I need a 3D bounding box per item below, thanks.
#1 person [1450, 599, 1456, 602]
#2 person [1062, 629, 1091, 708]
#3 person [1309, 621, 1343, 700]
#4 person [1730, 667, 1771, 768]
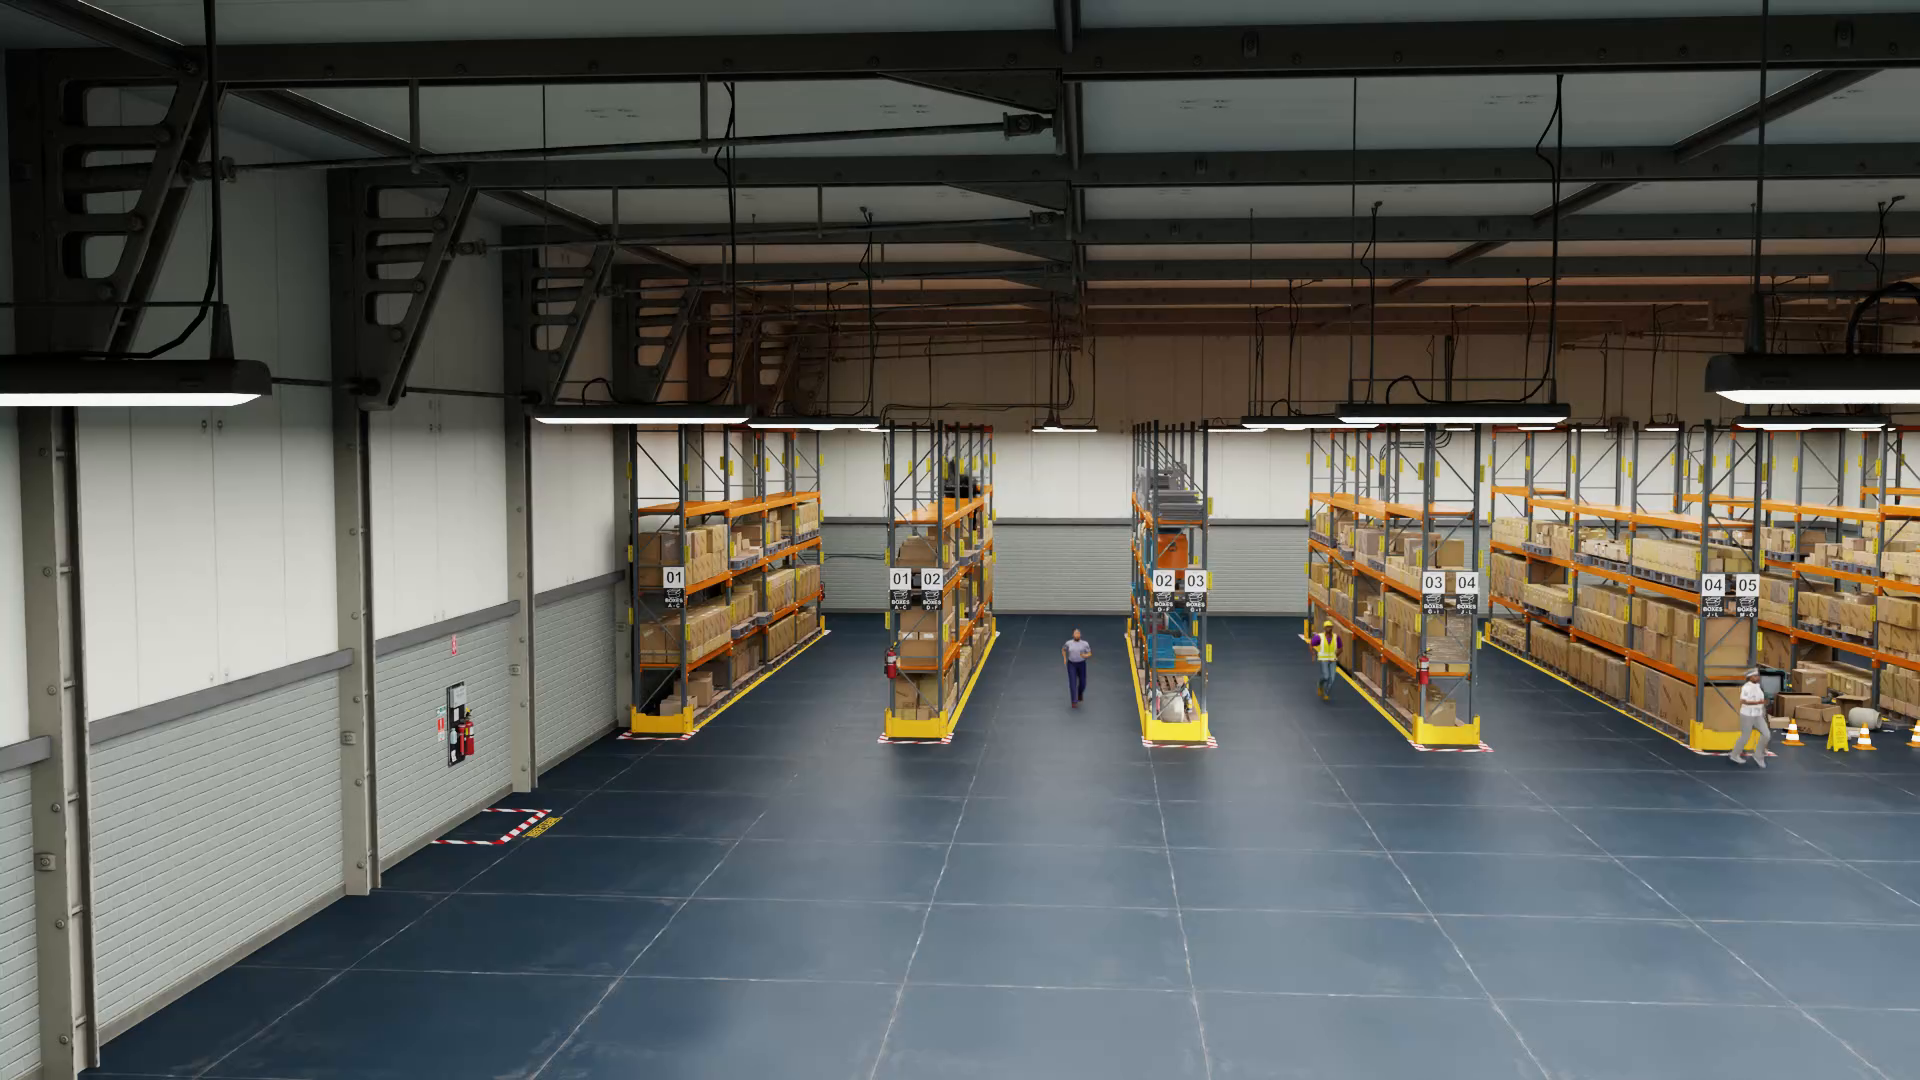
[{"bbox_3d":[13.707,1.961,46.721,0.724,1.655,0.658,-3,5,-37],"label":"person"},{"bbox_3d":[2.460,2.678,35.039,0.615,1.624,0.918,0,4,0],"label":"person"},{"bbox_3d":[7.902,2.597,35.702,0.691,1.723,0.578,0,4,-4],"label":"person"},{"bbox_3d":[13.665,3.072,28.689,0.577,1.756,0.664,-2,4,-31],"label":"person"}]
